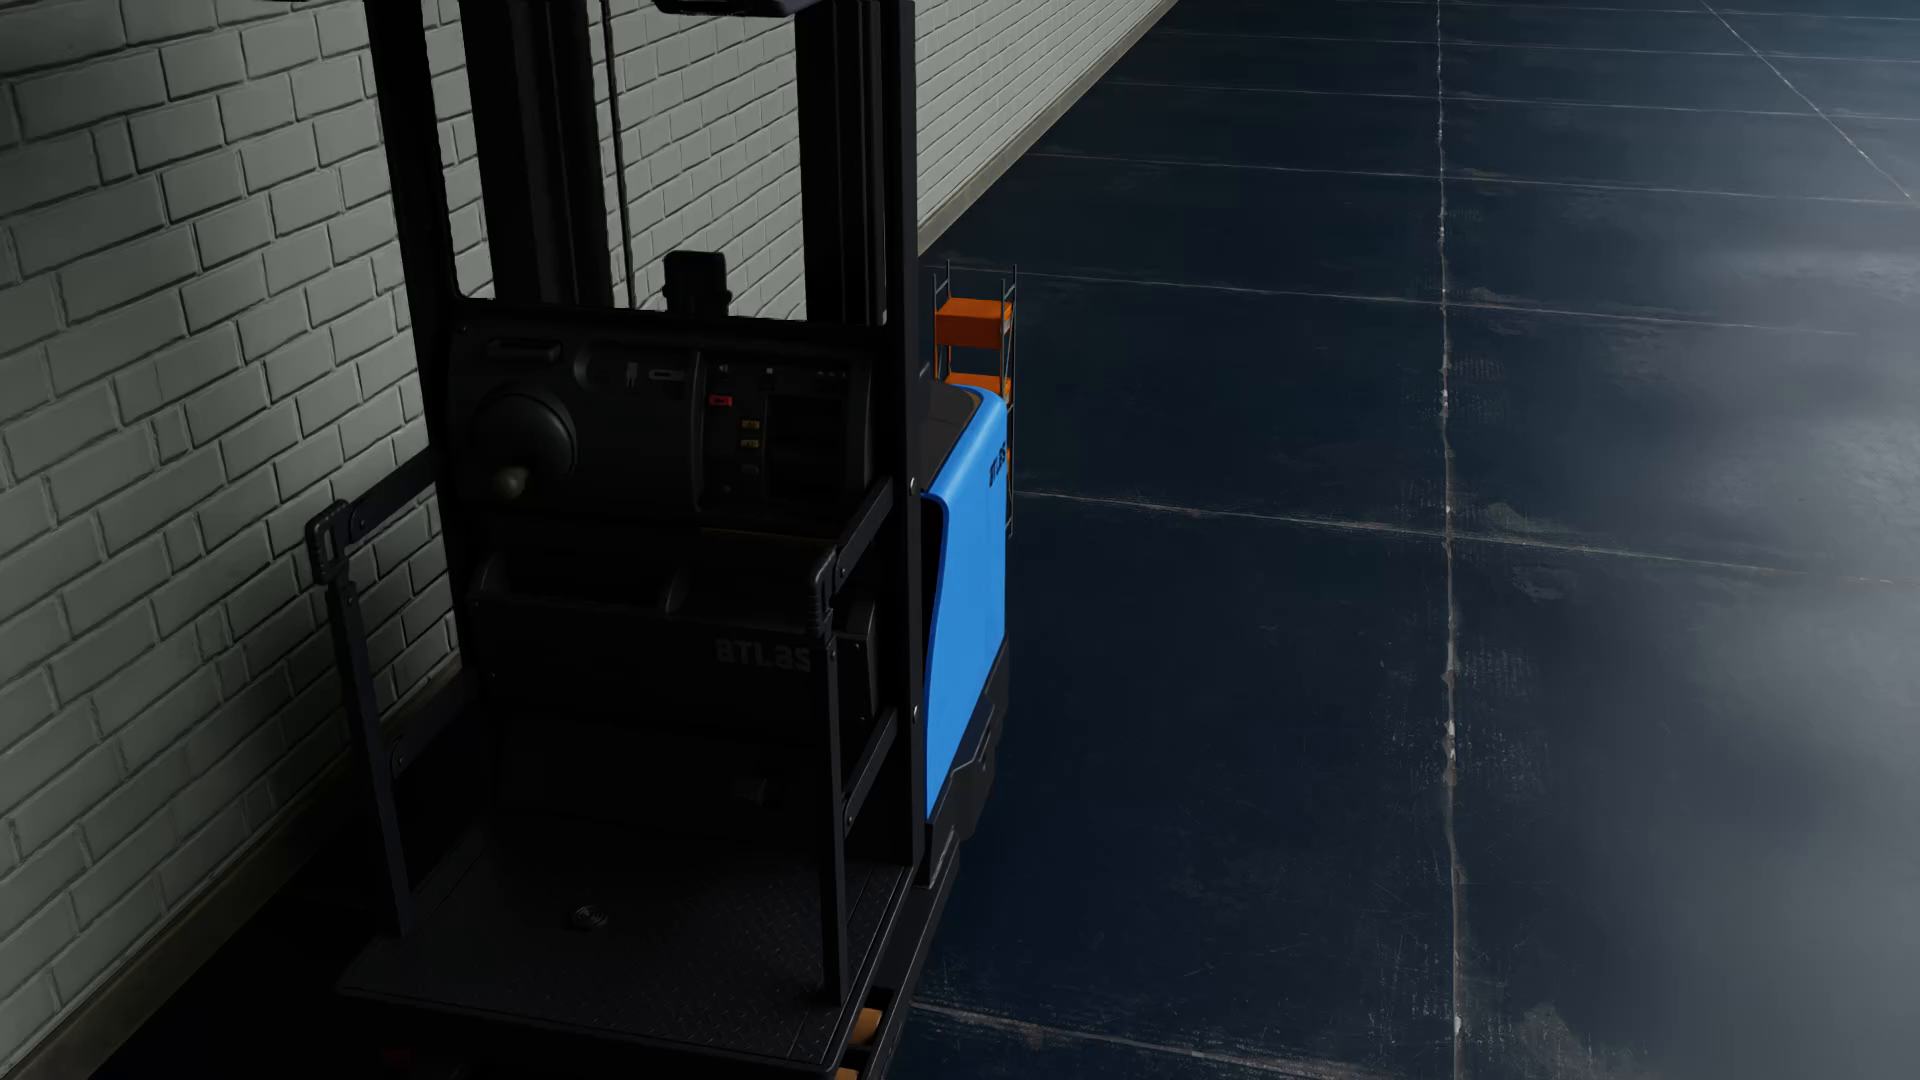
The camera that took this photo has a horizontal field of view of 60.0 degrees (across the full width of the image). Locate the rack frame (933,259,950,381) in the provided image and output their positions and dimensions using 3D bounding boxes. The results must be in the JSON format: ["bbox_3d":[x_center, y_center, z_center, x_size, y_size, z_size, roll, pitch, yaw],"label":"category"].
[{"bbox_3d":[-0.066,-0.481,6.040,0.008,1.050,0.200,6,26,13],"label":"rack frame"}]

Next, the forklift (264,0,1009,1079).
[{"bbox_3d":[-0.679,-0.212,3.286,1.130,2.935,3.031,6,26,11],"label":"forklift"}]

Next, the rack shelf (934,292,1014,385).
[{"bbox_3d":[0.052,-0.715,5.895,0.240,0.259,0.215,6,26,13],"label":"rack shelf"}]

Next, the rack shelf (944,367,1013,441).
[{"bbox_3d":[0.052,-0.459,6.017,0.240,0.259,0.215,6,26,13],"label":"rack shelf"}]

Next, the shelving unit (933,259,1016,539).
[{"bbox_3d":[0.052,-0.468,6.012,0.252,1.050,0.215,6,26,13],"label":"shelving unit"}]

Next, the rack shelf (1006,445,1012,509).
[{"bbox_3d":[0.052,-0.208,6.136,0.240,0.259,0.215,6,26,13],"label":"rack shelf"}]

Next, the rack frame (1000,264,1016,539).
[{"bbox_3d":[0.170,-0.455,5.985,0.008,1.050,0.200,6,26,13],"label":"rack frame"}]
